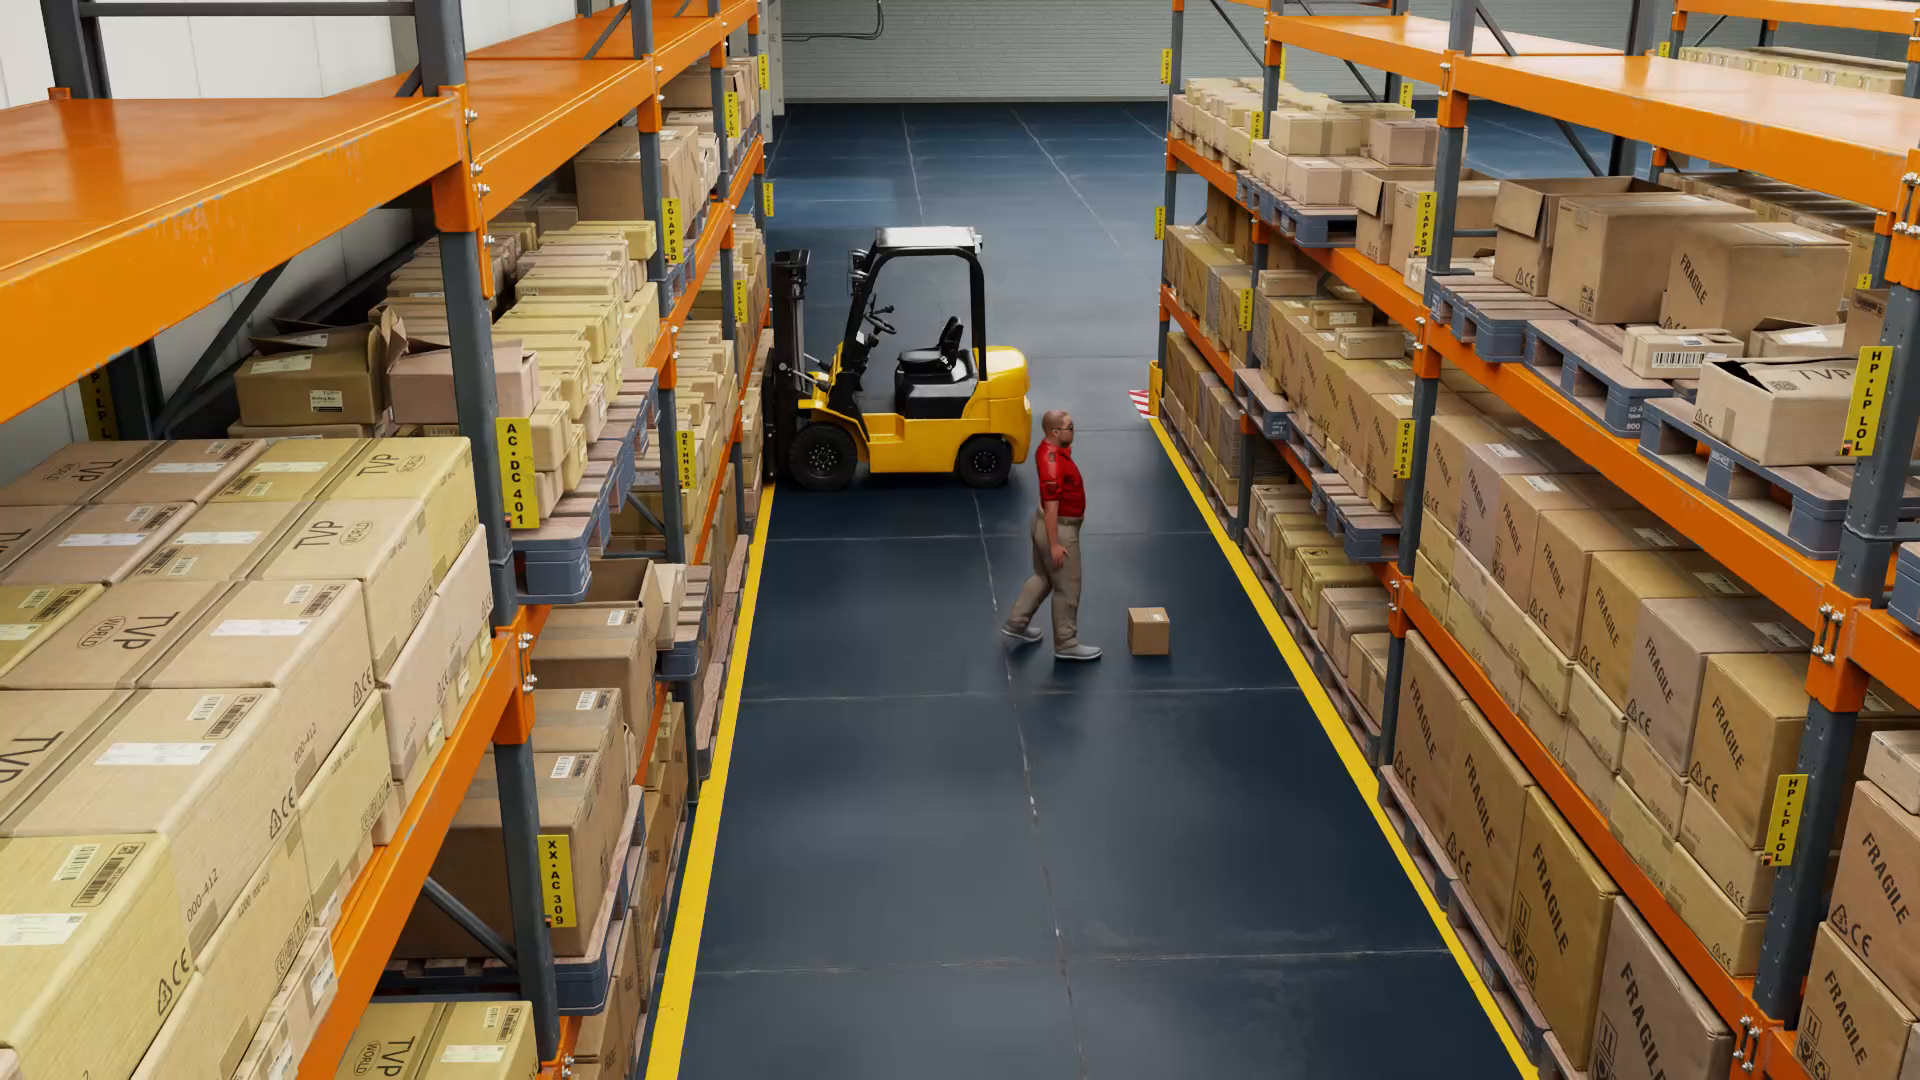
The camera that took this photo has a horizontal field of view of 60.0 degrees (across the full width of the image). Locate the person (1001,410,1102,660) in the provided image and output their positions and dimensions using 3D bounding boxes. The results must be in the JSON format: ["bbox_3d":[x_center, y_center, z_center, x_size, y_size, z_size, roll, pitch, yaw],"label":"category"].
[{"bbox_3d":[0.627,-0.048,11.204,0.661,1.725,0.555,-2,20,-6],"label":"person"}]
